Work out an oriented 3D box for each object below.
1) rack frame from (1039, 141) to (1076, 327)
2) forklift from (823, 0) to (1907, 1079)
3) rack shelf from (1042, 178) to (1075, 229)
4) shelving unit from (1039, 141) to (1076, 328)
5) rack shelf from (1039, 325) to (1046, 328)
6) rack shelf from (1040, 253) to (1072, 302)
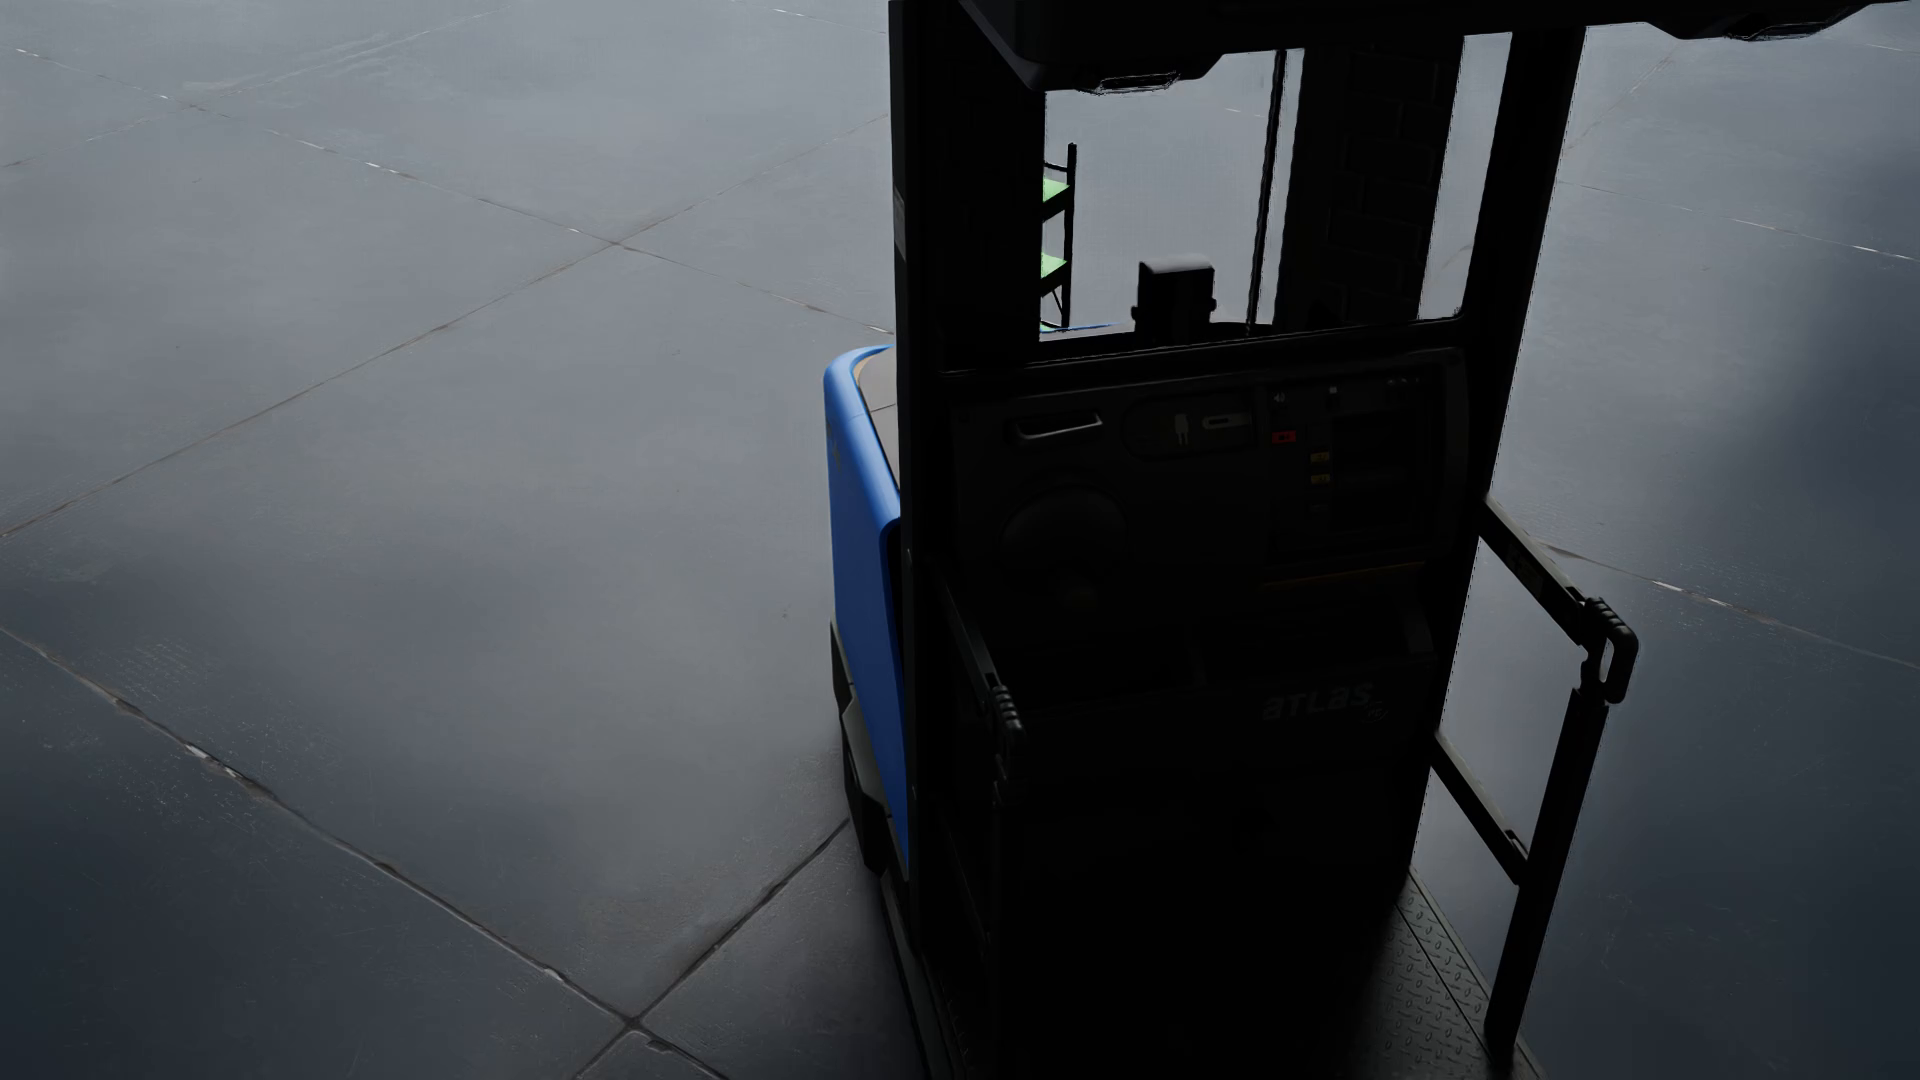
[{"bbox_3d":[0.233,-0.686,5.193,0.240,1.200,0.015,21,39,28],"label":"rack frame"},{"bbox_3d":[0.492,-0.043,2.698,1.130,2.935,3.031,-8,35,-11],"label":"forklift"},{"bbox_3d":[0.094,-0.918,4.793,0.258,0.148,0.480,21,39,28],"label":"rack shelf"},{"bbox_3d":[0.094,-0.573,5.027,0.258,1.200,0.503,21,39,28],"label":"shelving unit"},{"bbox_3d":[0.094,-0.520,5.062,0.258,0.148,0.480,21,39,28],"label":"rack shelf"},{"bbox_3d":[0.094,-0.719,4.928,0.258,0.148,0.480,21,39,28],"label":"rack shelf"}]
